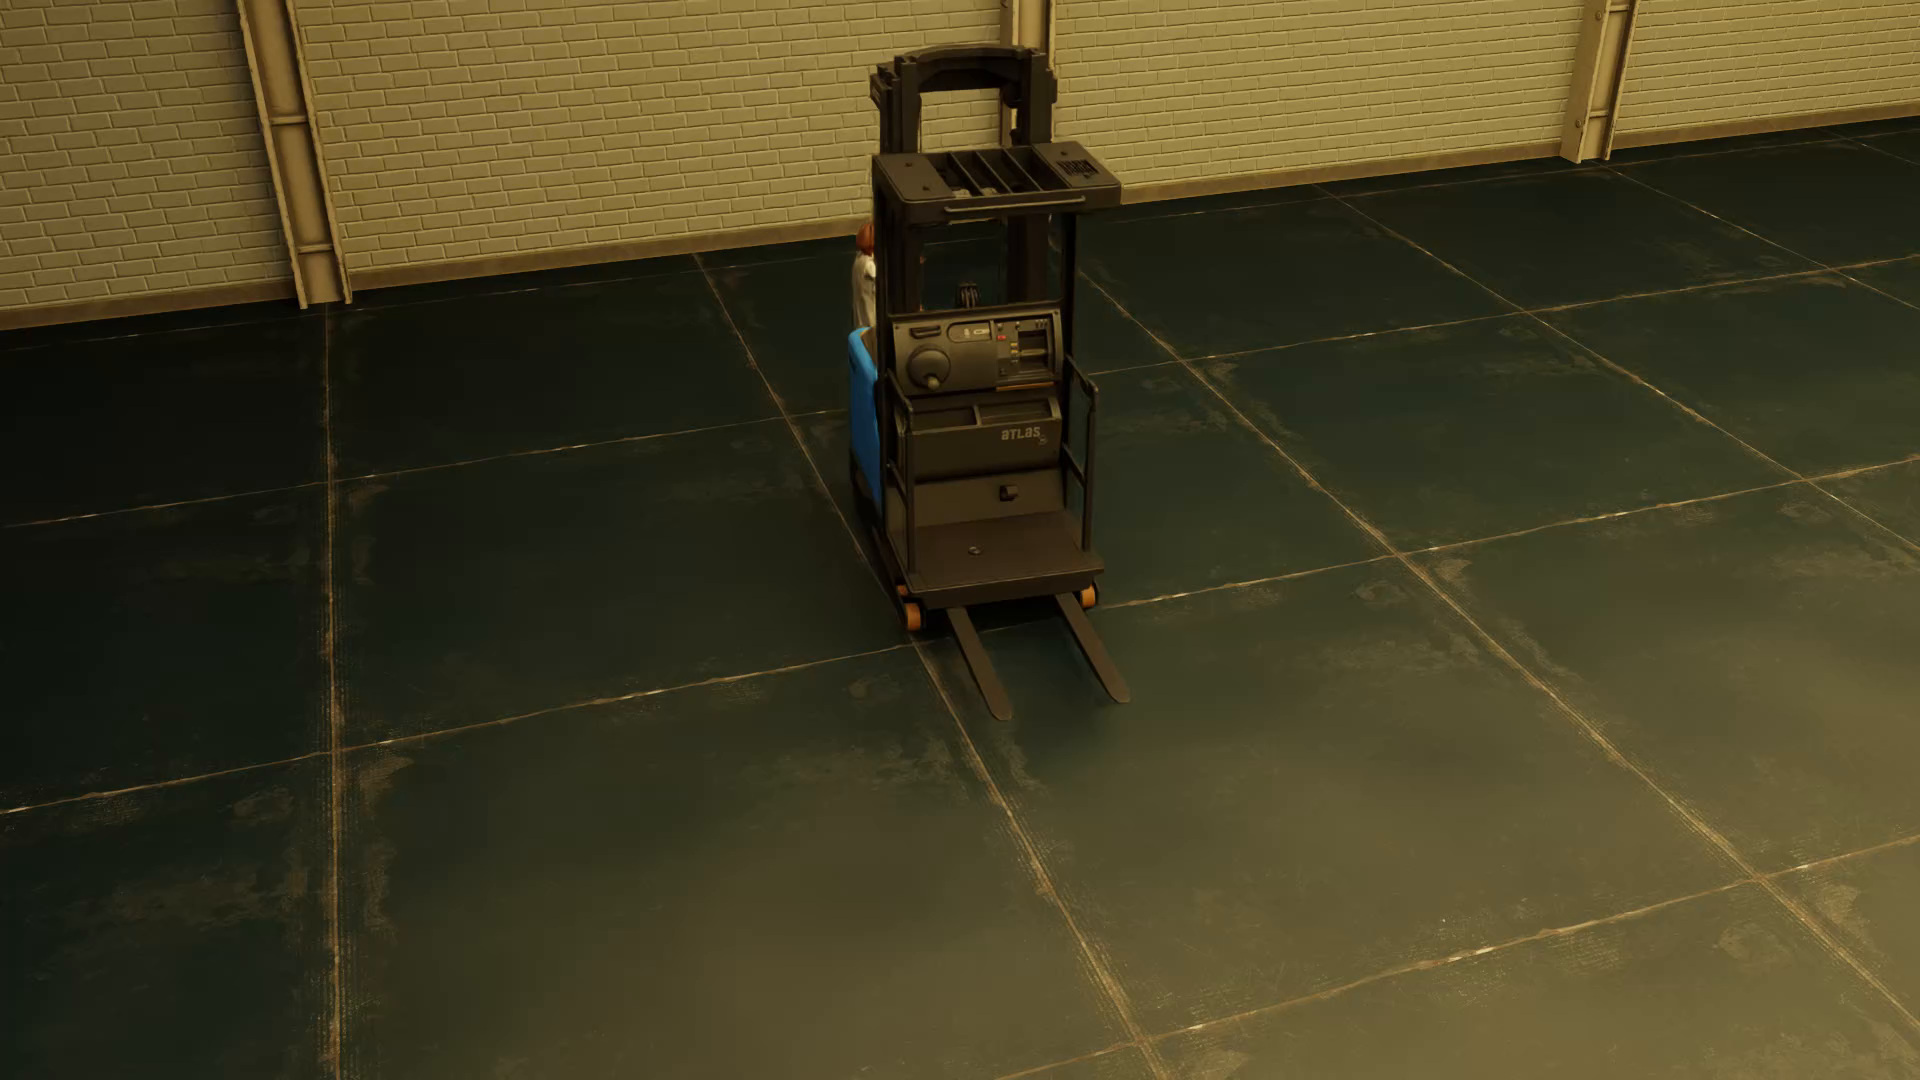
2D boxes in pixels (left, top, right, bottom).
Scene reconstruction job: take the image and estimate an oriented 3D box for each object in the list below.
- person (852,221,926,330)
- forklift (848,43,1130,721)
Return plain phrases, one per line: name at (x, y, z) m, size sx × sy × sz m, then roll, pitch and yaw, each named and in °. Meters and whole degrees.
person at (-0.343, -1.480, 11.202) m, size 0.745 × 1.372 × 0.938 m, roll -9°, pitch 31°, yaw -15°
forklift at (0.152, -0.975, 8.782) m, size 1.130 × 2.935 × 3.031 m, roll -7°, pitch 31°, yaw -12°
